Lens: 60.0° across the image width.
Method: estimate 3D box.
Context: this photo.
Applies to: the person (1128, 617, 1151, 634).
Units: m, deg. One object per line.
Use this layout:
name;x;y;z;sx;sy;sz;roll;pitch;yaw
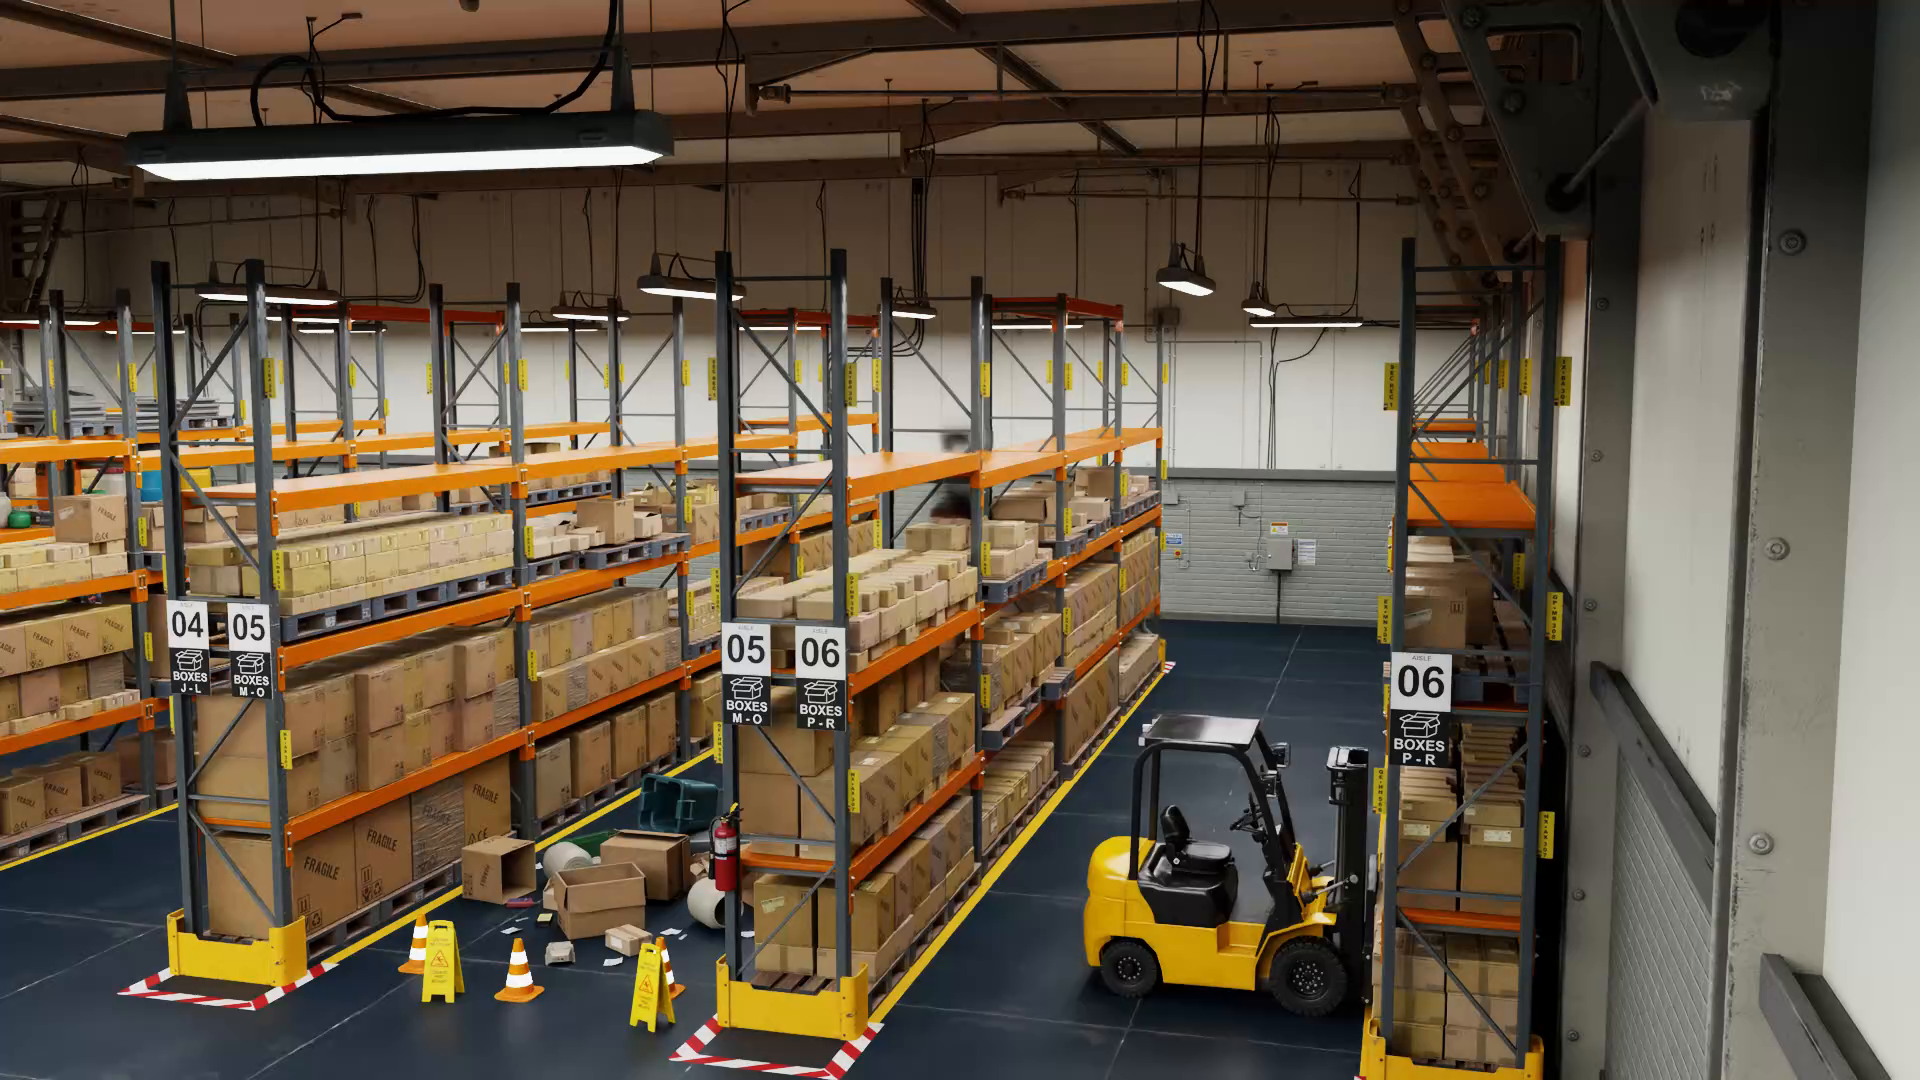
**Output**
person;3.133;1.290;29.428;0.662;1.561;0.531;2;6;21
